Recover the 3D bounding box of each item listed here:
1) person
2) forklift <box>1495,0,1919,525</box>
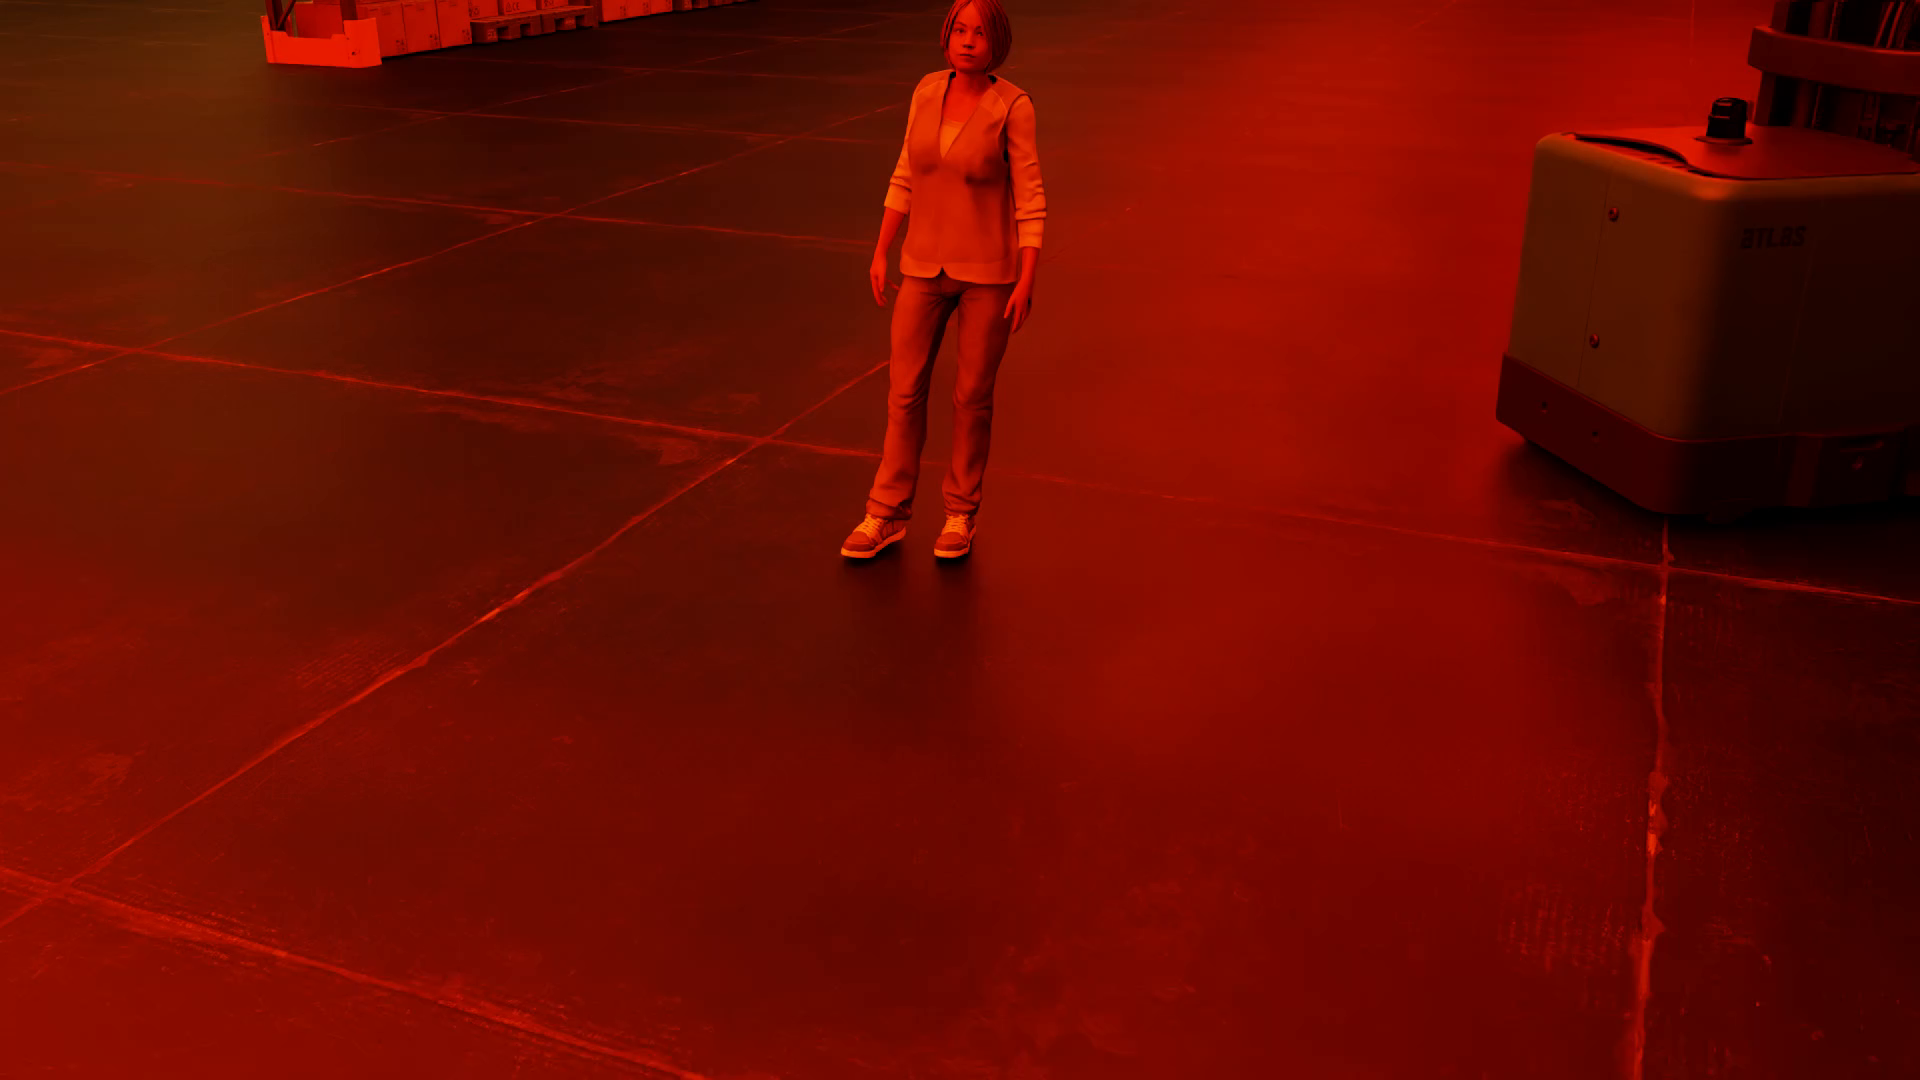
[{"bbox_3d":[-0.041,-0.719,4.725,0.521,1.596,0.475,9,24,21],"label":"person"},{"bbox_3d":[3.487,-1.680,5.312,3.031,2.935,1.130,-5,23,-12],"label":"forklift"}]
